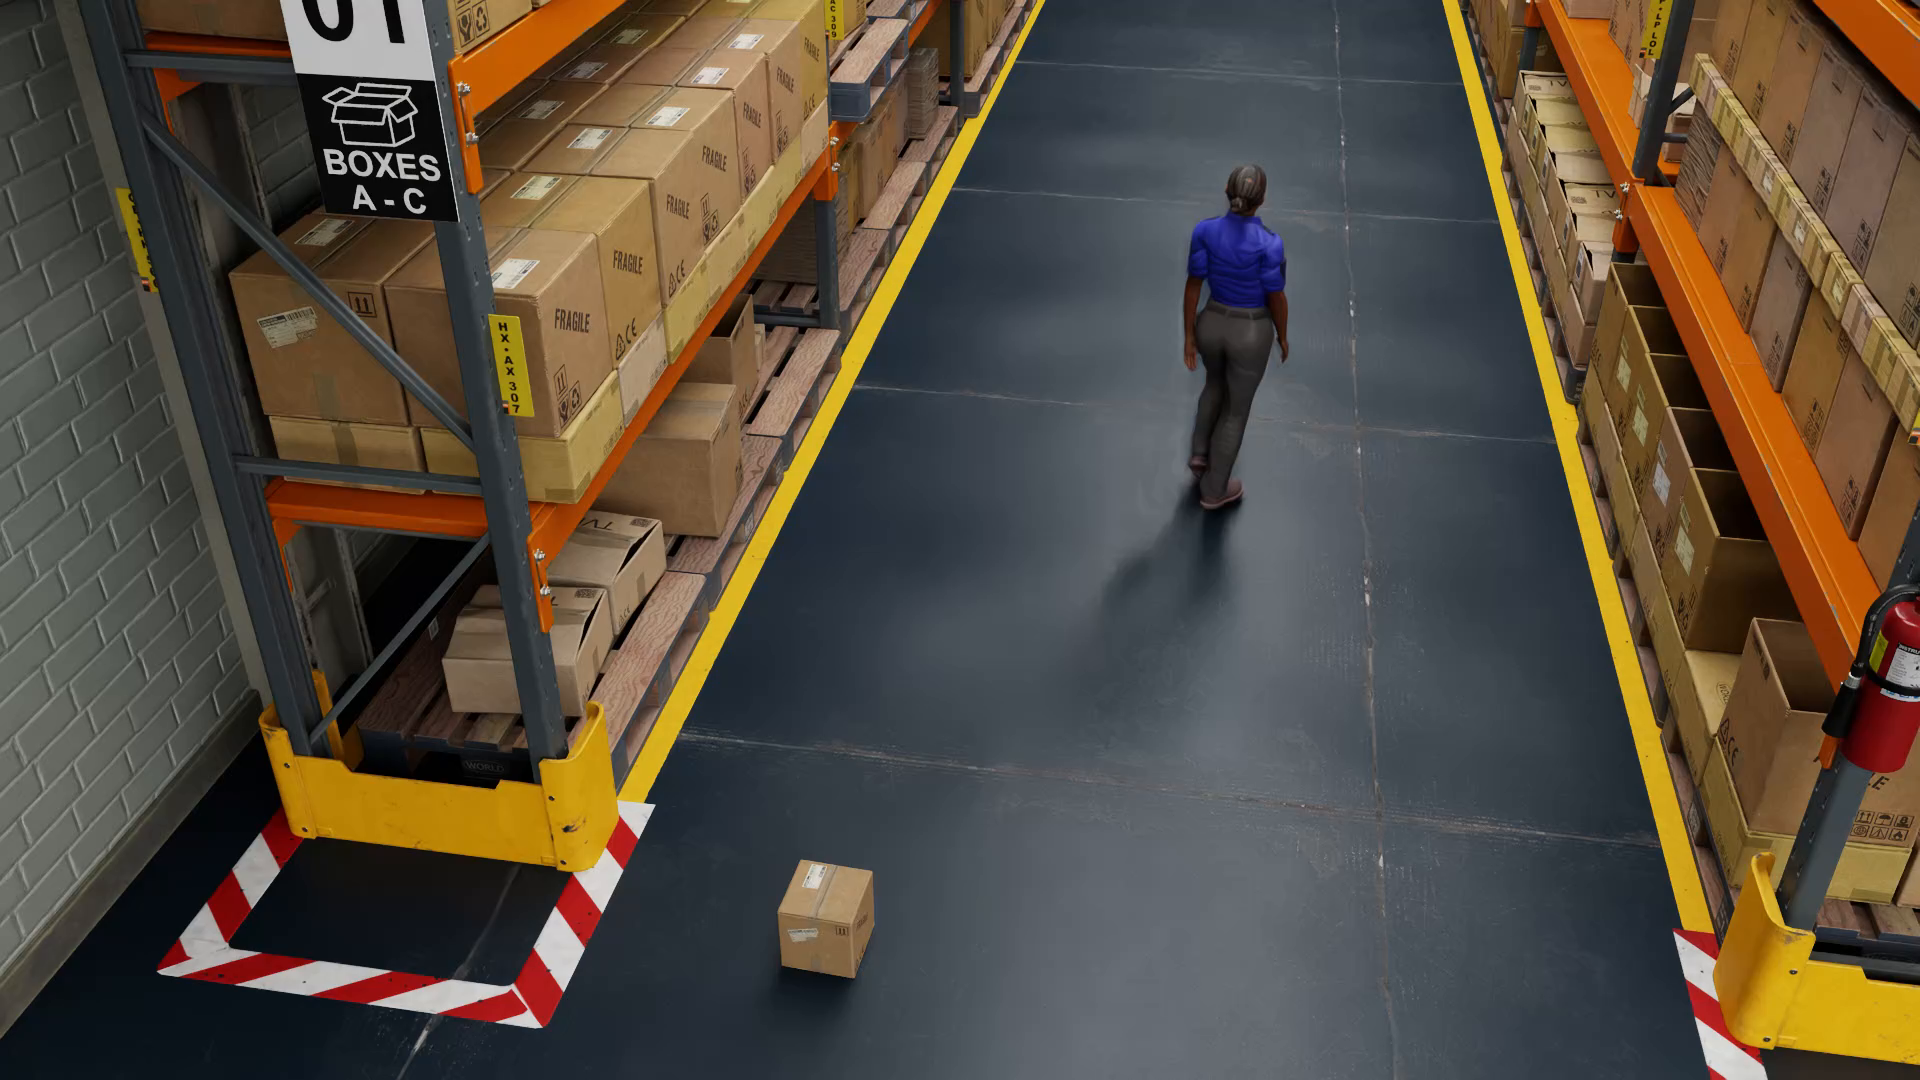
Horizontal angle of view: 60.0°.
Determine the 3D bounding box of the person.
[{"bbox_3d":[1.269,-0.916,7.578,0.445,1.699,0.470,21,38,30],"label":"person"}]
